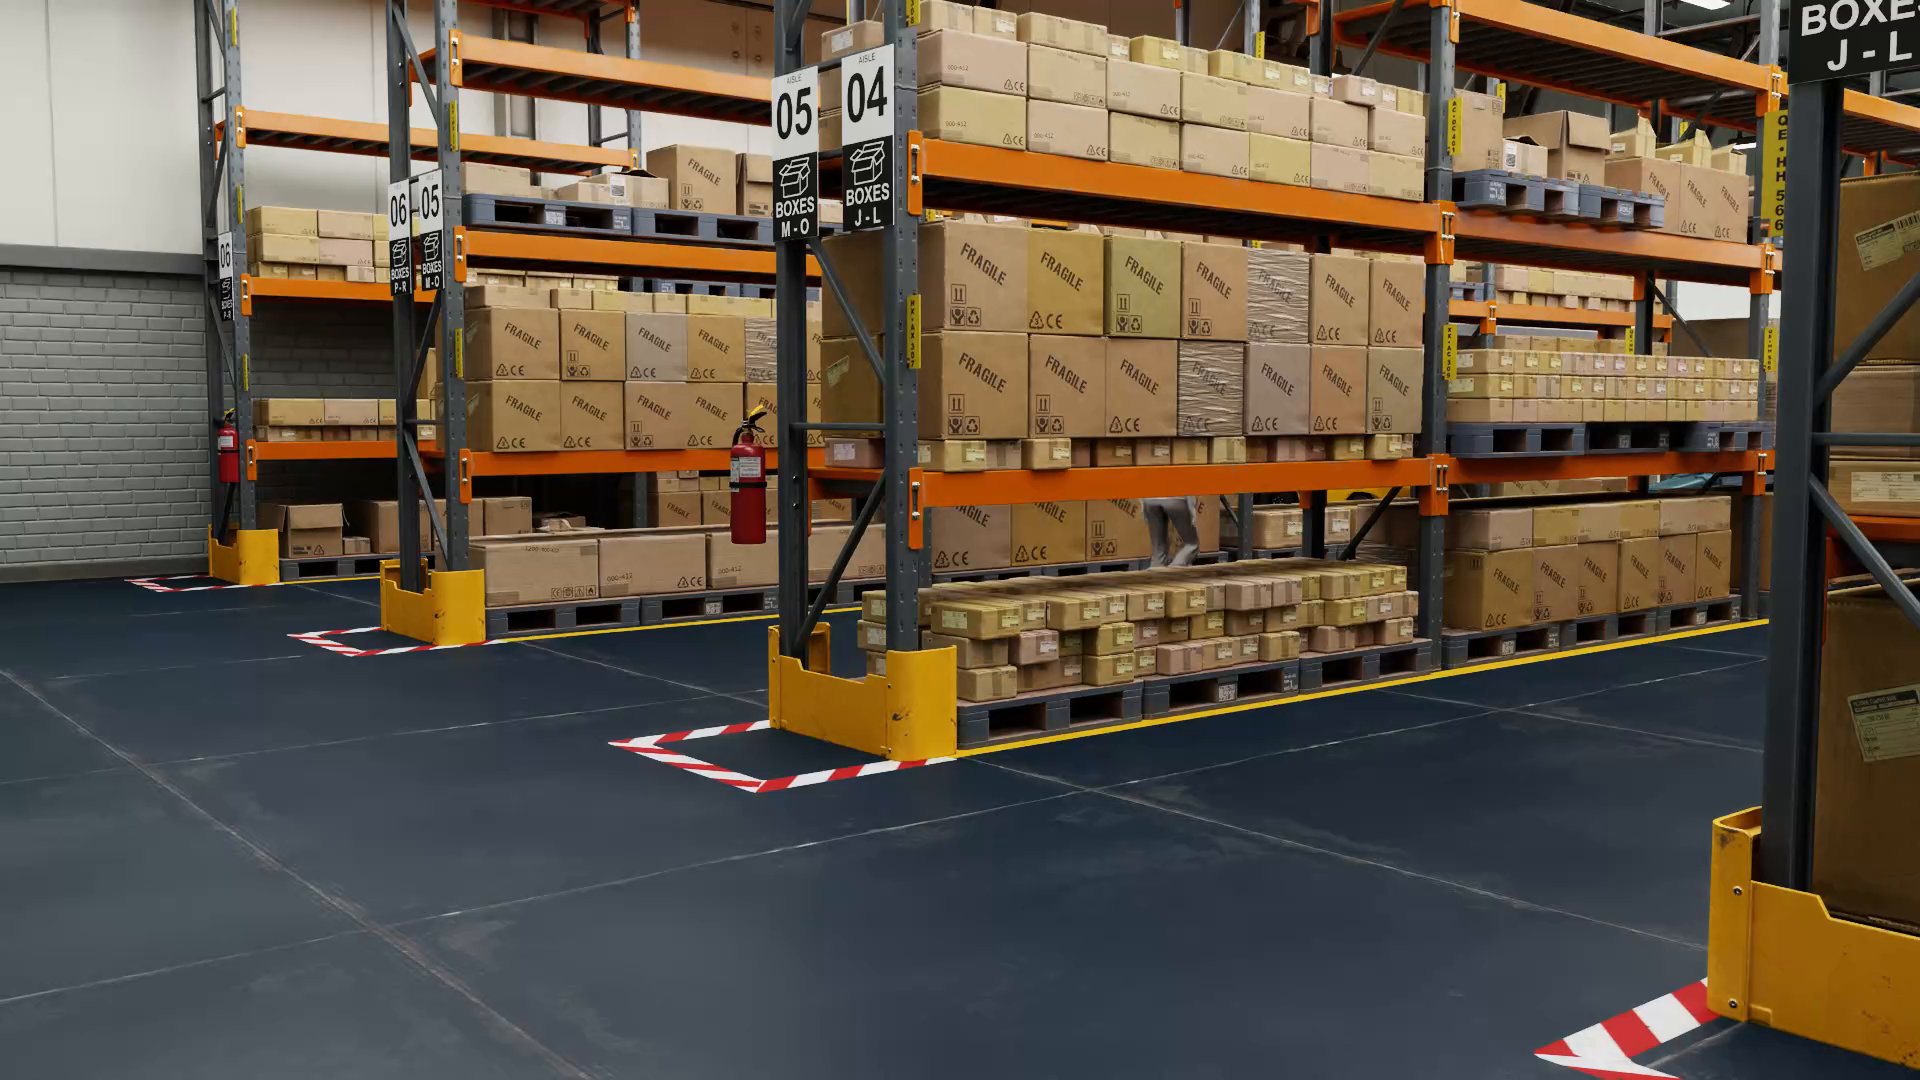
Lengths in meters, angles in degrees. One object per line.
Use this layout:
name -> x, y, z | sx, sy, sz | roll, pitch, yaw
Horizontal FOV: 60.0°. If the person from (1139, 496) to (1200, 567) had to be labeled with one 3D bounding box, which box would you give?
person -> 1.624, -0.291, 12.959 | 0.514, 1.684, 0.433 | 3, 5, 30
